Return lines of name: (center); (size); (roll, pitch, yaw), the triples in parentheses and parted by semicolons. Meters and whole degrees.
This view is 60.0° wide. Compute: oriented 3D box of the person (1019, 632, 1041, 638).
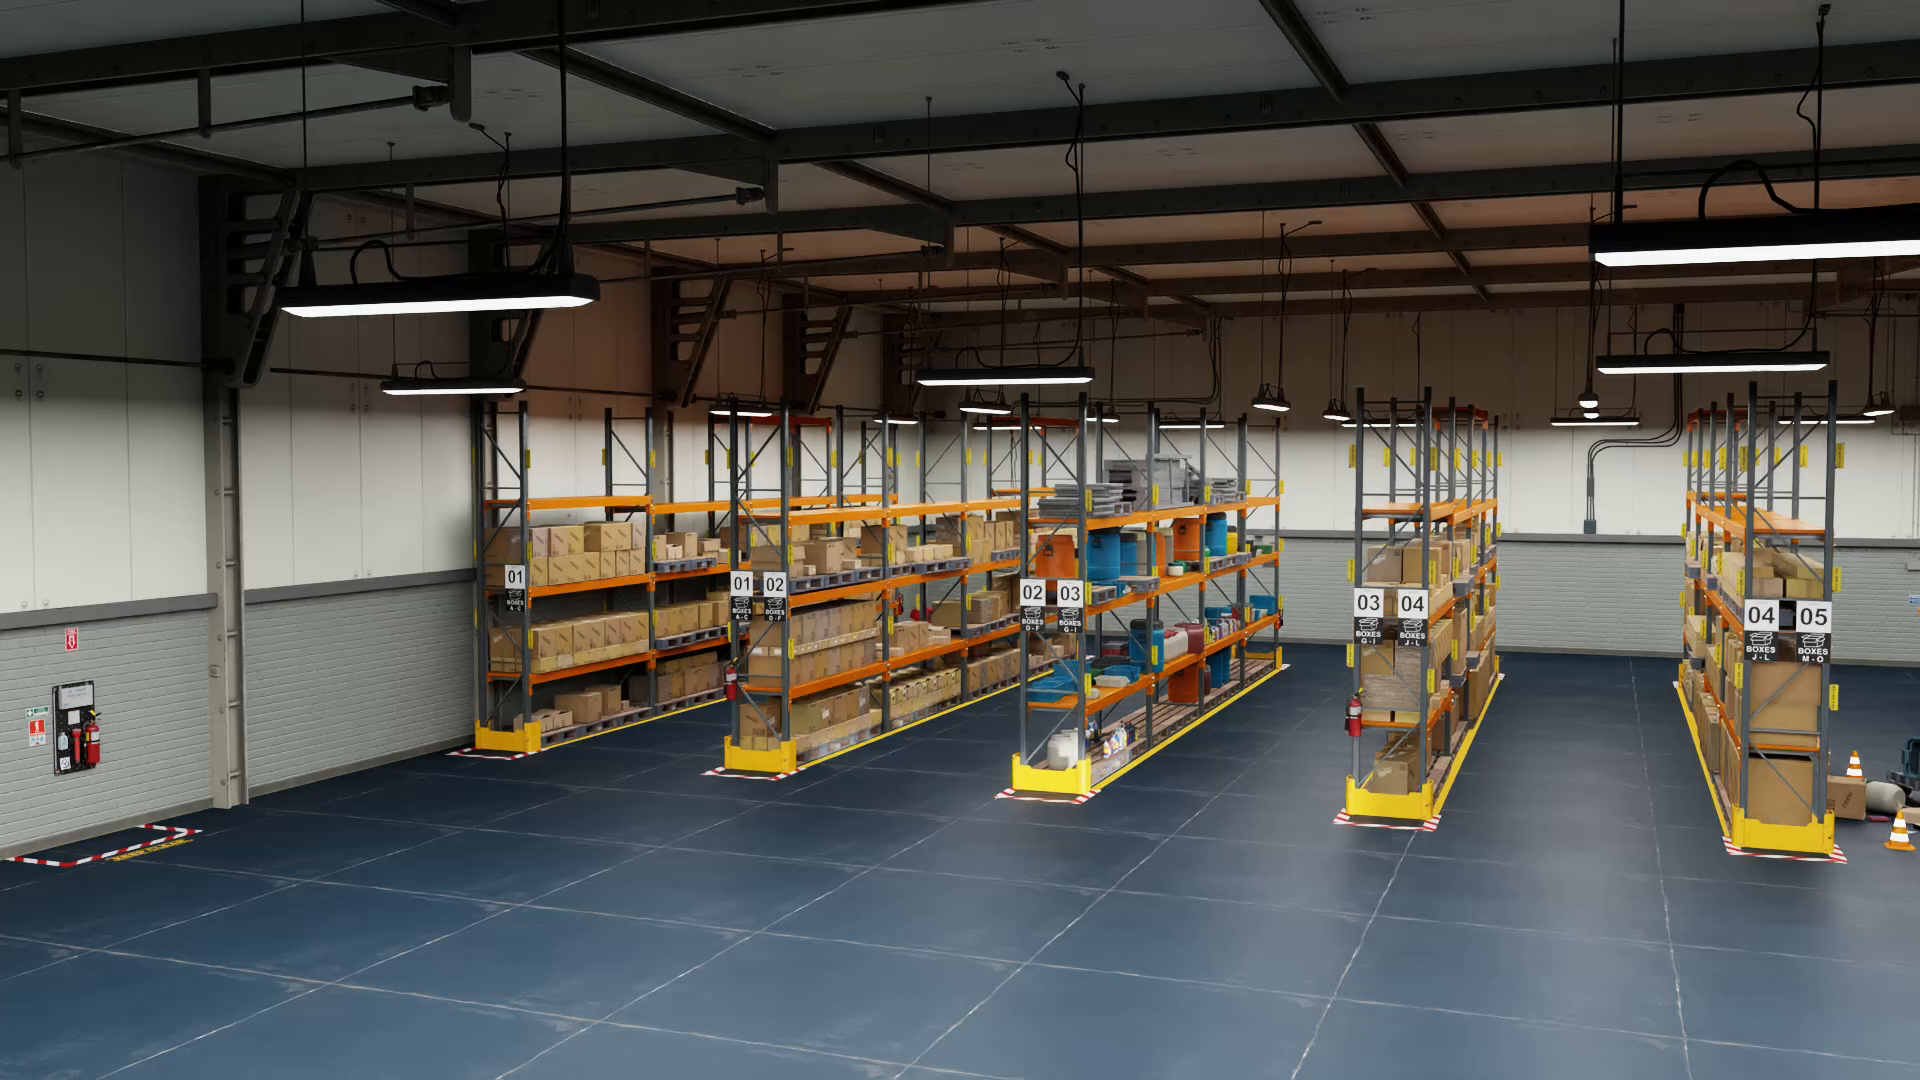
person: (2.048, 1.934, 45.285); (1.127, 1.715, 0.505); (2, 4, 39)

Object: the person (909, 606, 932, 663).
person: (-0.879, 2.212, 40.615); (0.658, 1.640, 0.740); (2, 3, 31)
